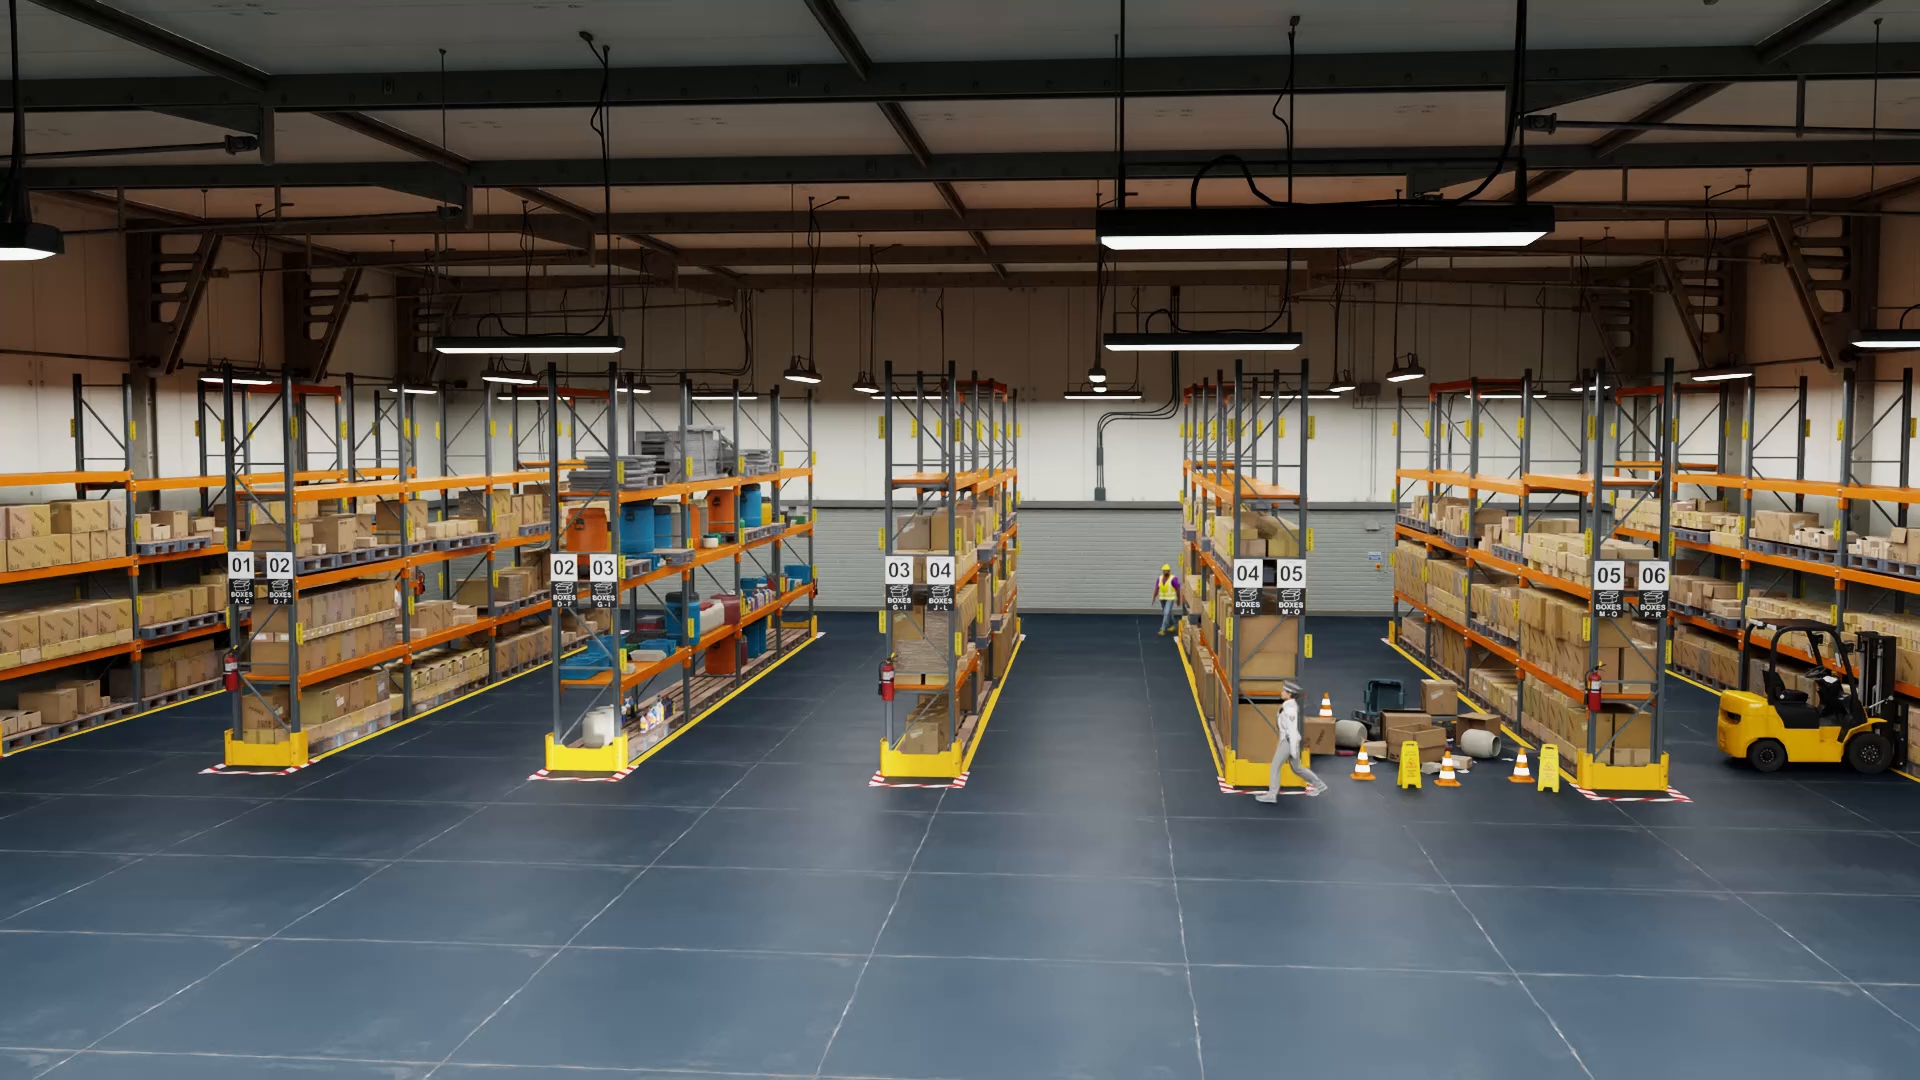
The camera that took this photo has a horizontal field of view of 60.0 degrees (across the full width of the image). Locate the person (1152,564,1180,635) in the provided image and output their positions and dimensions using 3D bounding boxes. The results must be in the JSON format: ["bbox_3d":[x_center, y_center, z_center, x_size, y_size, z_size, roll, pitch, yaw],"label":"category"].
[{"bbox_3d":[5.047,1.443,40.732,0.589,1.698,1.093,3,5,41],"label":"person"}]

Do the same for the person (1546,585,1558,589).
[{"bbox_3d":[14.269,1.508,39.895,0.532,1.712,0.558,1,4,11],"label":"person"}]

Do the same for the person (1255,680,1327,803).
[{"bbox_3d":[4.457,2.700,22.296,0.970,1.645,0.486,0,4,6],"label":"person"}]

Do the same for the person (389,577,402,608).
[{"bbox_3d":[-12.649,1.696,36.953,0.509,1.756,0.576,-4,5,-45],"label":"person"}]
